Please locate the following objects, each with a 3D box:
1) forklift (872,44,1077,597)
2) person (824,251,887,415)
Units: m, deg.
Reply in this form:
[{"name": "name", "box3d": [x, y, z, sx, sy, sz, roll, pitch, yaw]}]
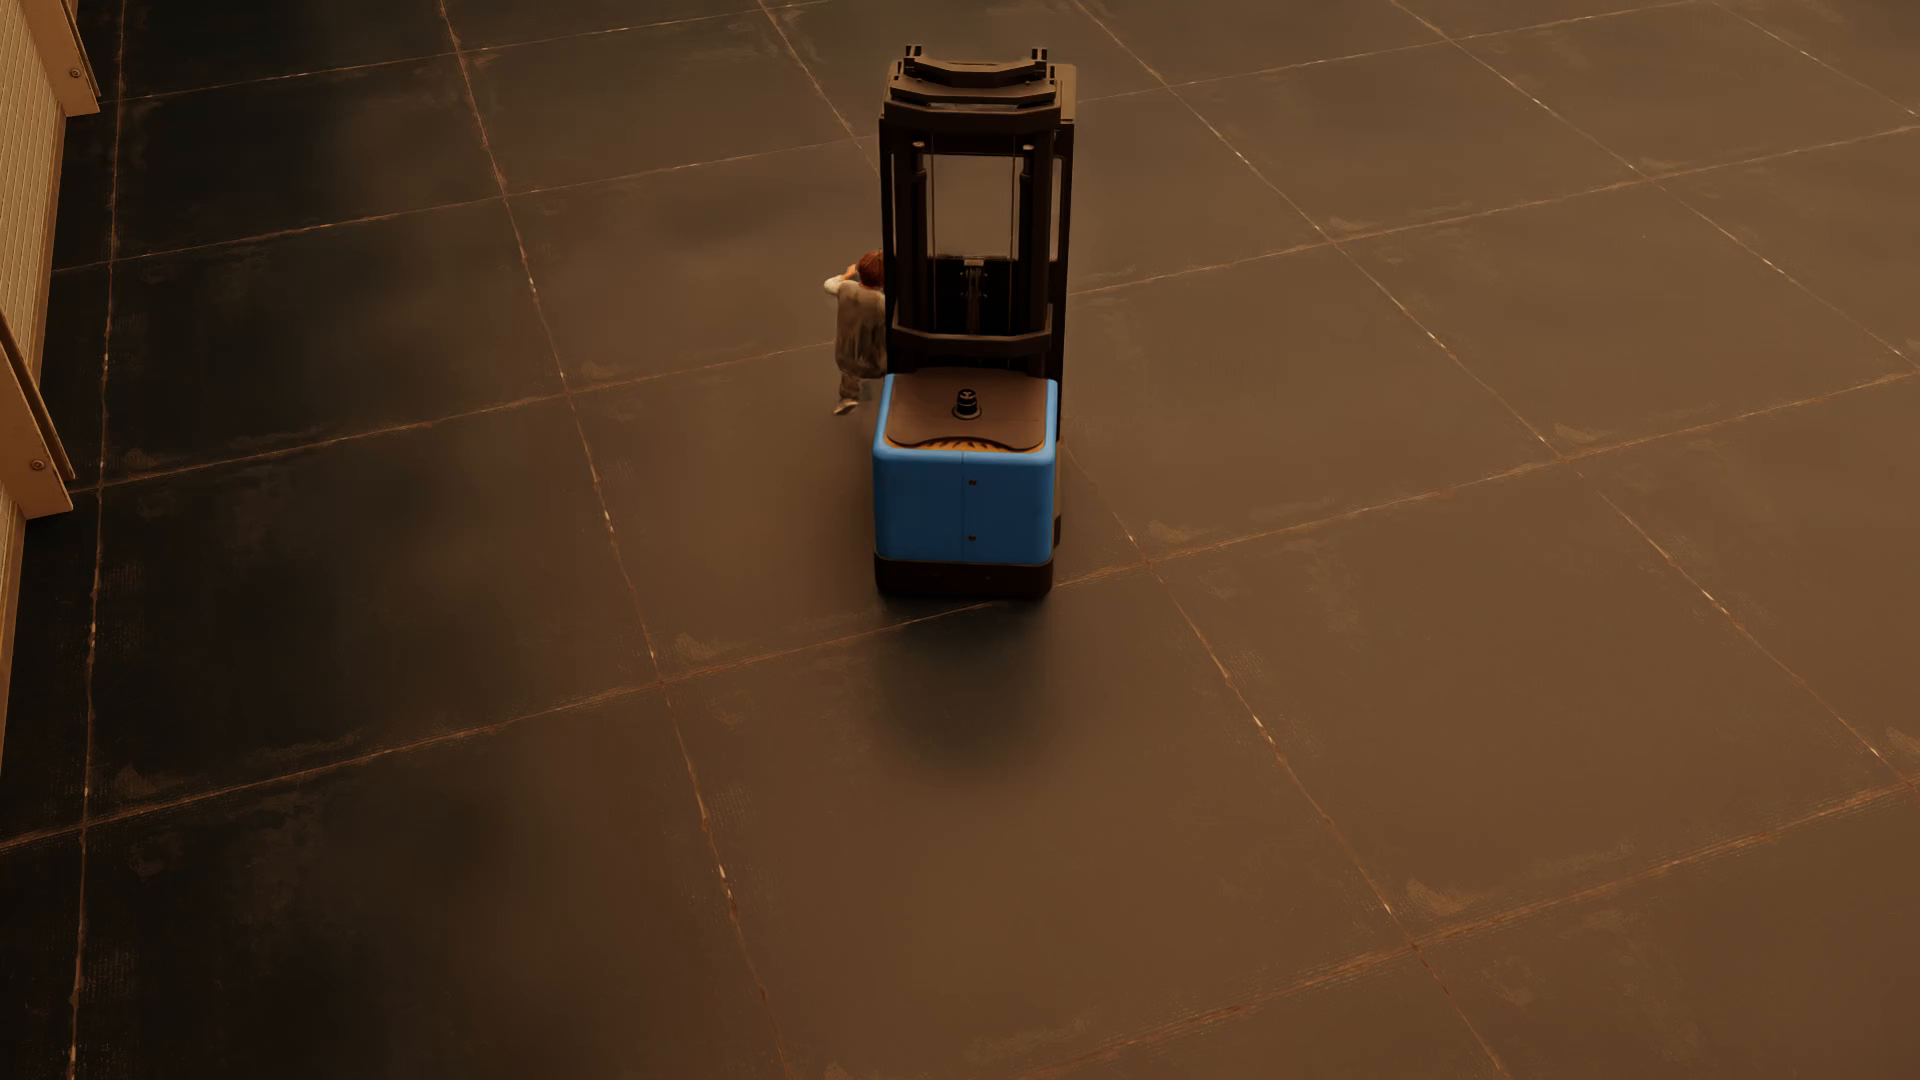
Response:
[{"name": "forklift", "box3d": [0.109, -1.721, 10.046, 1.130, 2.935, 3.031, 2, 40, 3]}, {"name": "person", "box3d": [-0.488, -1.283, 10.728, 0.878, 1.361, 0.670, 25, 46, 27]}]
